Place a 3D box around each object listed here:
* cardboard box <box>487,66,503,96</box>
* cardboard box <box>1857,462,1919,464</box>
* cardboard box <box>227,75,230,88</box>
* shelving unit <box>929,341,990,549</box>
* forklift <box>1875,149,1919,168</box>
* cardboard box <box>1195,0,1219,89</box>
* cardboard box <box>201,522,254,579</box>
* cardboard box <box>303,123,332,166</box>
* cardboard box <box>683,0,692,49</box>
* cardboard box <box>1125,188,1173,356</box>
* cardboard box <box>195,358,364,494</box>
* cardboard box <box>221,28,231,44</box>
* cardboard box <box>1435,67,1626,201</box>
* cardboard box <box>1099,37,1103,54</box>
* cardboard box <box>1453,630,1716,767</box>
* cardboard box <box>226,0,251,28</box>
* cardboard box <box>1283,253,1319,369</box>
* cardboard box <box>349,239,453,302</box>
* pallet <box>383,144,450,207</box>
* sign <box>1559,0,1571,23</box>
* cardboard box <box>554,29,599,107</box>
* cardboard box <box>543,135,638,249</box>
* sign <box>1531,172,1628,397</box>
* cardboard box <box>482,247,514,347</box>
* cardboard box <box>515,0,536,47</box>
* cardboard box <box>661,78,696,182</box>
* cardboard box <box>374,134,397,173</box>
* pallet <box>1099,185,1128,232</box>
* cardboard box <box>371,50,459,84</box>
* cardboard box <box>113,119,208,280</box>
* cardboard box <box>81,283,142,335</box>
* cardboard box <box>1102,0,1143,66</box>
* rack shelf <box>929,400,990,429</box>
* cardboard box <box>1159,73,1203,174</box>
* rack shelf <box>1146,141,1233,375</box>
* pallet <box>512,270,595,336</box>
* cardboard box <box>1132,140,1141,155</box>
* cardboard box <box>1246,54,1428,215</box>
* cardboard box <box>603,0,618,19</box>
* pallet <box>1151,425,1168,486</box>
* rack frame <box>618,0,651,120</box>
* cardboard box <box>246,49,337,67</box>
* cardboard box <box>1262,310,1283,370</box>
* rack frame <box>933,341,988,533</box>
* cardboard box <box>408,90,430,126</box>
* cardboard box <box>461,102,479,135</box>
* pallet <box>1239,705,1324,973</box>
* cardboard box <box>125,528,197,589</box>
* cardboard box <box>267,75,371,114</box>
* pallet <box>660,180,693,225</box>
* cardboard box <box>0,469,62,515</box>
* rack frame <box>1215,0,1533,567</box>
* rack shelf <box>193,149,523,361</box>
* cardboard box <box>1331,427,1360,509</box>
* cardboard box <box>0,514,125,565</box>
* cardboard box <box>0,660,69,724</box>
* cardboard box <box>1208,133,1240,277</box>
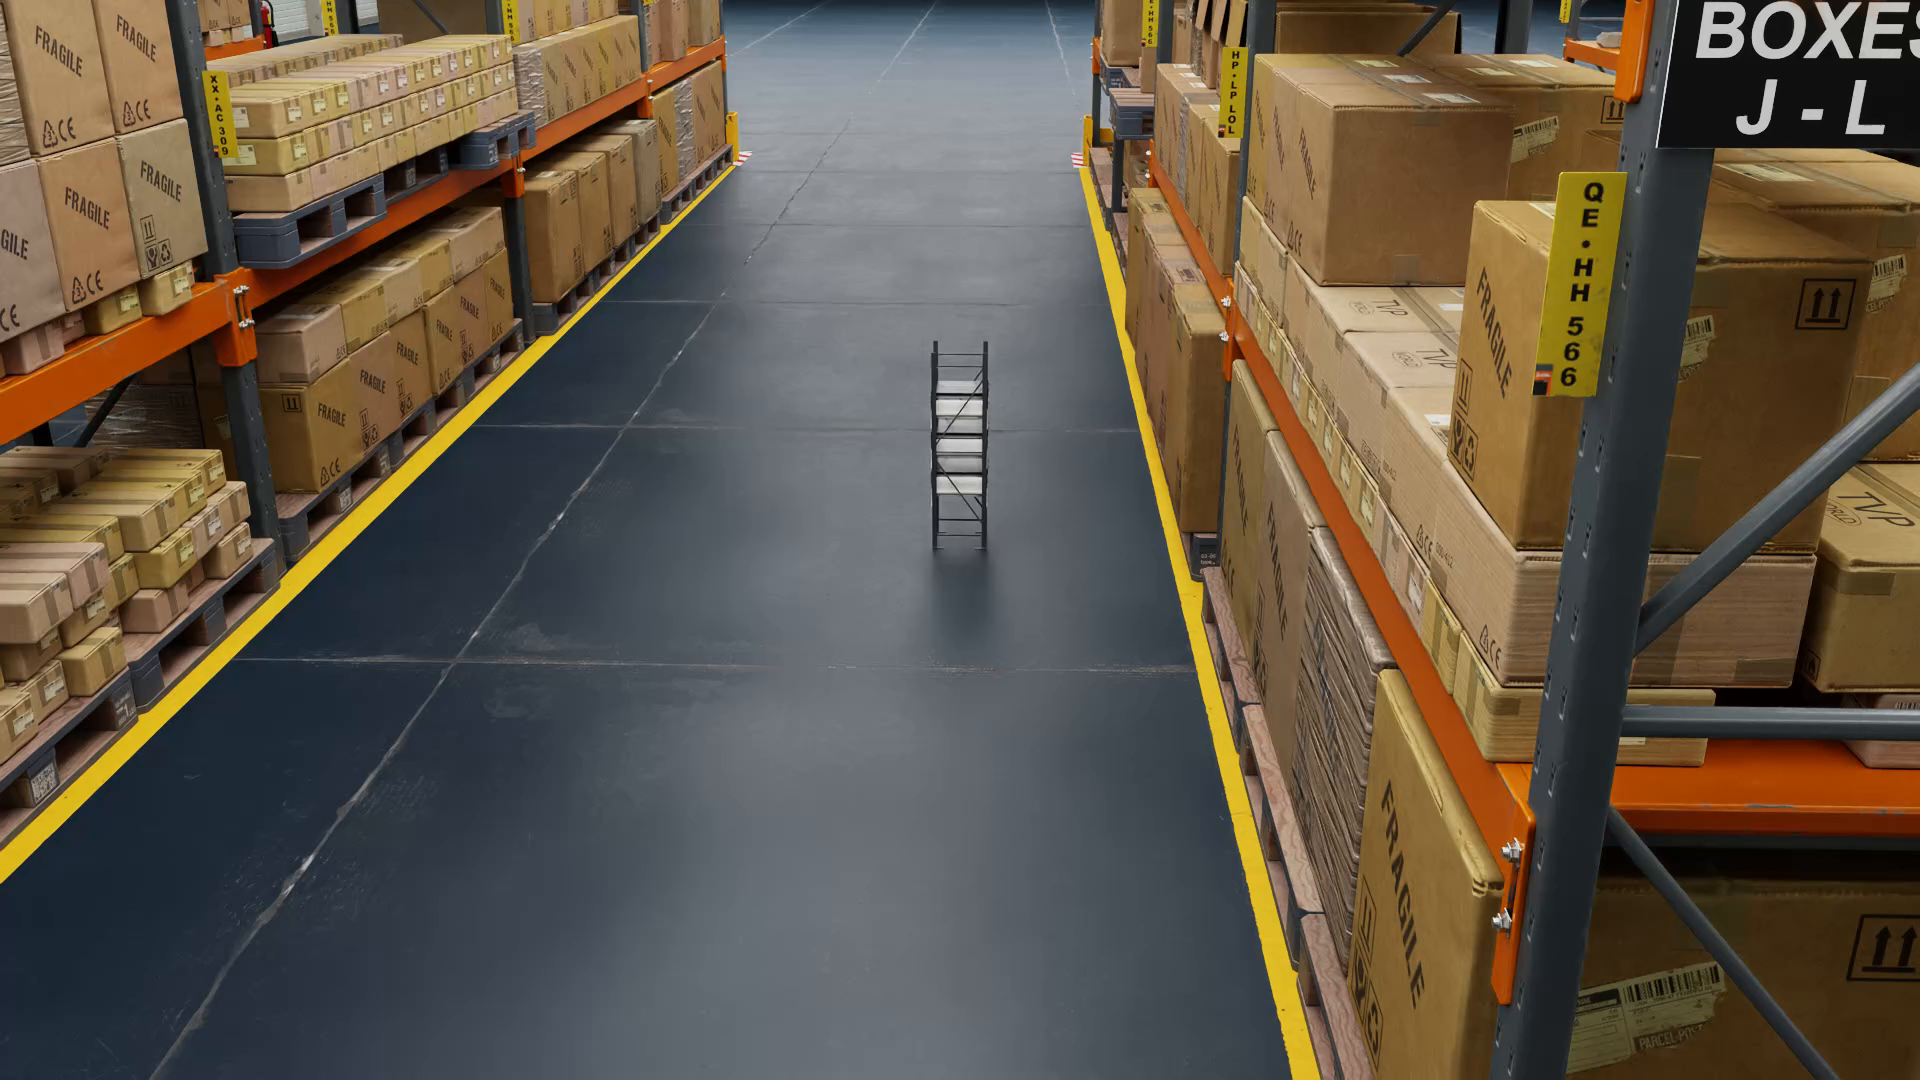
[{"bbox_3d":[-2.843,-2.624,9.499,0.380,0.149,0.250,1,21,4],"label":"cardboard box"},{"bbox_3d":[1.729,-0.130,3.514,0.500,0.250,0.500,0,21,1],"label":"cardboard box"},{"bbox_3d":[-3.556,-2.029,7.556,0.380,0.149,0.250,1,21,1],"label":"cardboard box"},{"bbox_3d":[0.000,-0.417,7.359,0.258,0.900,0.210,1,21,2],"label":"shelving unit"},{"bbox_3d":[3.773,-1.142,6.421,1.130,2.935,3.031,3,21,8],"label":"forklift"},{"bbox_3d":[1.617,-2.610,8.583,0.797,0.503,0.637,1,21,3],"label":"cardboard box"},{"bbox_3d":[-3.069,0.039,6.643,0.380,0.149,0.250,1,21,2],"label":"cardboard box"},{"bbox_3d":[-2.920,-1.689,7.090,0.380,0.149,0.250,0,21,1],"label":"cardboard box"},{"bbox_3d":[-3.137,-5.114,16.355,0.875,0.550,0.550,1,21,2],"label":"cardboard box"},{"bbox_3d":[1.636,-1.551,9.737,1.225,0.875,0.875,0,21,-1],"label":"cardboard box"},{"bbox_3d":[-3.110,-0.535,7.636,0.500,0.500,0.500,1,21,4],"label":"cardboard box"},{"bbox_3d":[-7.707,-5.157,17.020,0.380,0.149,0.250,0,21,1],"label":"cardboard box"},{"bbox_3d":[1.790,-1.217,5.278,0.500,0.500,0.500,1,21,2],"label":"cardboard box"},{"bbox_3d":[1.532,-4.729,15.917,0.380,0.149,0.250,1,21,2],"label":"cardboard box"},{"bbox_3d":[1.117,0.282,3.003,0.380,0.149,0.250,1,21,3],"label":"cardboard box"},{"bbox_3d":[-7.725,-5.583,17.221,0.500,0.500,0.500,0,21,1],"label":"cardboard box"},{"bbox_3d":[1.250,-0.684,4.940,0.500,0.250,0.500,1,21,3],"label":"cardboard box"},{"bbox_3d":[-3.071,-1.450,8.957,0.500,0.250,0.500,1,21,3],"label":"cardboard box"},{"bbox_3d":[-3.296,-1.881,8.495,1.003,0.211,1.213,1,21,2],"label":"pallet"},{"bbox_3d":[6.322,-5.570,17.355,0.100,0.325,0.005,1,21,2],"label":"sign"},{"bbox_3d":[-2.947,-3.439,12.106,0.500,0.500,0.500,0,21,1],"label":"cardboard box"},{"bbox_3d":[-3.117,-2.705,12.884,1.050,0.750,0.750,1,21,2],"label":"cardboard box"},{"bbox_3d":[0.893,-0.364,2.392,0.100,0.325,0.005,1,21,2],"label":"sign"},{"bbox_3d":[-3.035,-1.476,10.061,0.500,0.500,0.500,1,21,1],"label":"cardboard box"},{"bbox_3d":[-3.239,-3.544,10.996,0.700,0.500,0.500,0,21,1],"label":"cardboard box"},{"bbox_3d":[-3.042,-3.890,15.766,0.875,0.875,0.875,1,21,2],"label":"cardboard box"},{"bbox_3d":[-2.896,-1.830,7.864,0.380,0.149,0.250,0,21,-1],"label":"cardboard box"},{"bbox_3d":[1.785,-2.985,14.930,1.003,0.211,1.213,1,21,2],"label":"pallet"},{"bbox_3d":[-2.869,-2.491,8.746,0.380,0.149,0.250,1,21,2],"label":"cardboard box"},{"bbox_3d":[-3.130,-1.247,6.048,0.500,0.500,0.500,1,21,2],"label":"cardboard box"},{"bbox_3d":[-3.140,-0.827,5.860,0.380,0.149,0.250,1,21,4],"label":"cardboard box"},{"bbox_3d":[1.636,-4.231,12.877,1.000,1.000,1.000,1,21,2],"label":"cardboard box"},{"bbox_3d":[0.000,-0.553,7.306,0.258,0.077,0.200,1,21,2],"label":"rack shelf"},{"bbox_3d":[1.378,-2.283,9.127,0.500,0.500,0.500,0,21,0],"label":"cardboard box"},{"bbox_3d":[1.617,-1.537,8.337,1.077,0.370,4.000,1,21,2],"label":"rack shelf"},{"bbox_3d":[-3.177,-1.671,11.543,1.003,0.211,1.213,1,21,2],"label":"pallet"},{"bbox_3d":[1.862,-3.423,15.080,0.500,0.500,0.500,8,22,19],"label":"cardboard box"},{"bbox_3d":[1.286,-1.397,5.742,0.500,0.500,0.500,1,21,2],"label":"cardboard box"},{"bbox_3d":[-3.164,-4.466,13.371,0.700,0.500,0.500,0,21,1],"label":"cardboard box"},{"bbox_3d":[1.539,-0.571,8.709,1.003,0.211,1.213,1,21,2],"label":"pallet"},{"bbox_3d":[-3.155,-4.133,14.033,1.000,3.000,0.127,1,21,2],"label":"rack frame"},{"bbox_3d":[-3.516,-2.498,8.765,0.380,0.149,0.250,2,21,4],"label":"cardboard box"},{"bbox_3d":[1.193,-0.643,5.387,0.380,0.149,0.250,0,21,0],"label":"cardboard box"},{"bbox_3d":[0.003,-0.453,7.453,0.240,0.900,0.006,1,21,2],"label":"rack frame"},{"bbox_3d":[-2.881,-2.160,8.306,0.380,0.149,0.250,0,21,1],"label":"cardboard box"},{"bbox_3d":[-2.860,-2.309,9.099,0.380,0.149,0.250,0,21,1],"label":"cardboard box"},{"bbox_3d":[1.421,0.867,5.002,1.003,0.211,1.213,1,21,2],"label":"pallet"},{"bbox_3d":[-3.076,0.067,6.159,0.380,0.149,0.250,0,21,0],"label":"cardboard box"},{"bbox_3d":[-2.904,-2.017,7.526,0.380,0.149,0.250,0,21,1],"label":"cardboard box"},{"bbox_3d":[-3.053,-3.107,15.244,1.003,0.211,1.213,1,21,2],"label":"pallet"},{"bbox_3d":[-3.683,-0.163,6.340,0.380,0.149,0.250,2,21,4],"label":"cardboard box"},{"bbox_3d":[1.557,-1.149,6.344,1.000,3.000,0.127,1,21,2],"label":"rack frame"},{"bbox_3d":[-3.337,-1.628,8.572,1.077,0.370,4.000,1,21,2],"label":"rack shelf"},{"bbox_3d":[1.154,-0.181,4.196,0.380,0.149,0.250,1,21,2],"label":"cardboard box"},{"bbox_3d":[-3.203,0.023,5.861,0.380,0.149,0.250,1,21,3],"label":"cardboard box"},{"bbox_3d":[-3.176,0.507,5.437,0.380,0.149,0.250,1,21,3],"label":"cardboard box"},{"bbox_3d":[1.298,-1.368,6.769,0.500,0.500,0.500,1,21,2],"label":"cardboard box"}]
